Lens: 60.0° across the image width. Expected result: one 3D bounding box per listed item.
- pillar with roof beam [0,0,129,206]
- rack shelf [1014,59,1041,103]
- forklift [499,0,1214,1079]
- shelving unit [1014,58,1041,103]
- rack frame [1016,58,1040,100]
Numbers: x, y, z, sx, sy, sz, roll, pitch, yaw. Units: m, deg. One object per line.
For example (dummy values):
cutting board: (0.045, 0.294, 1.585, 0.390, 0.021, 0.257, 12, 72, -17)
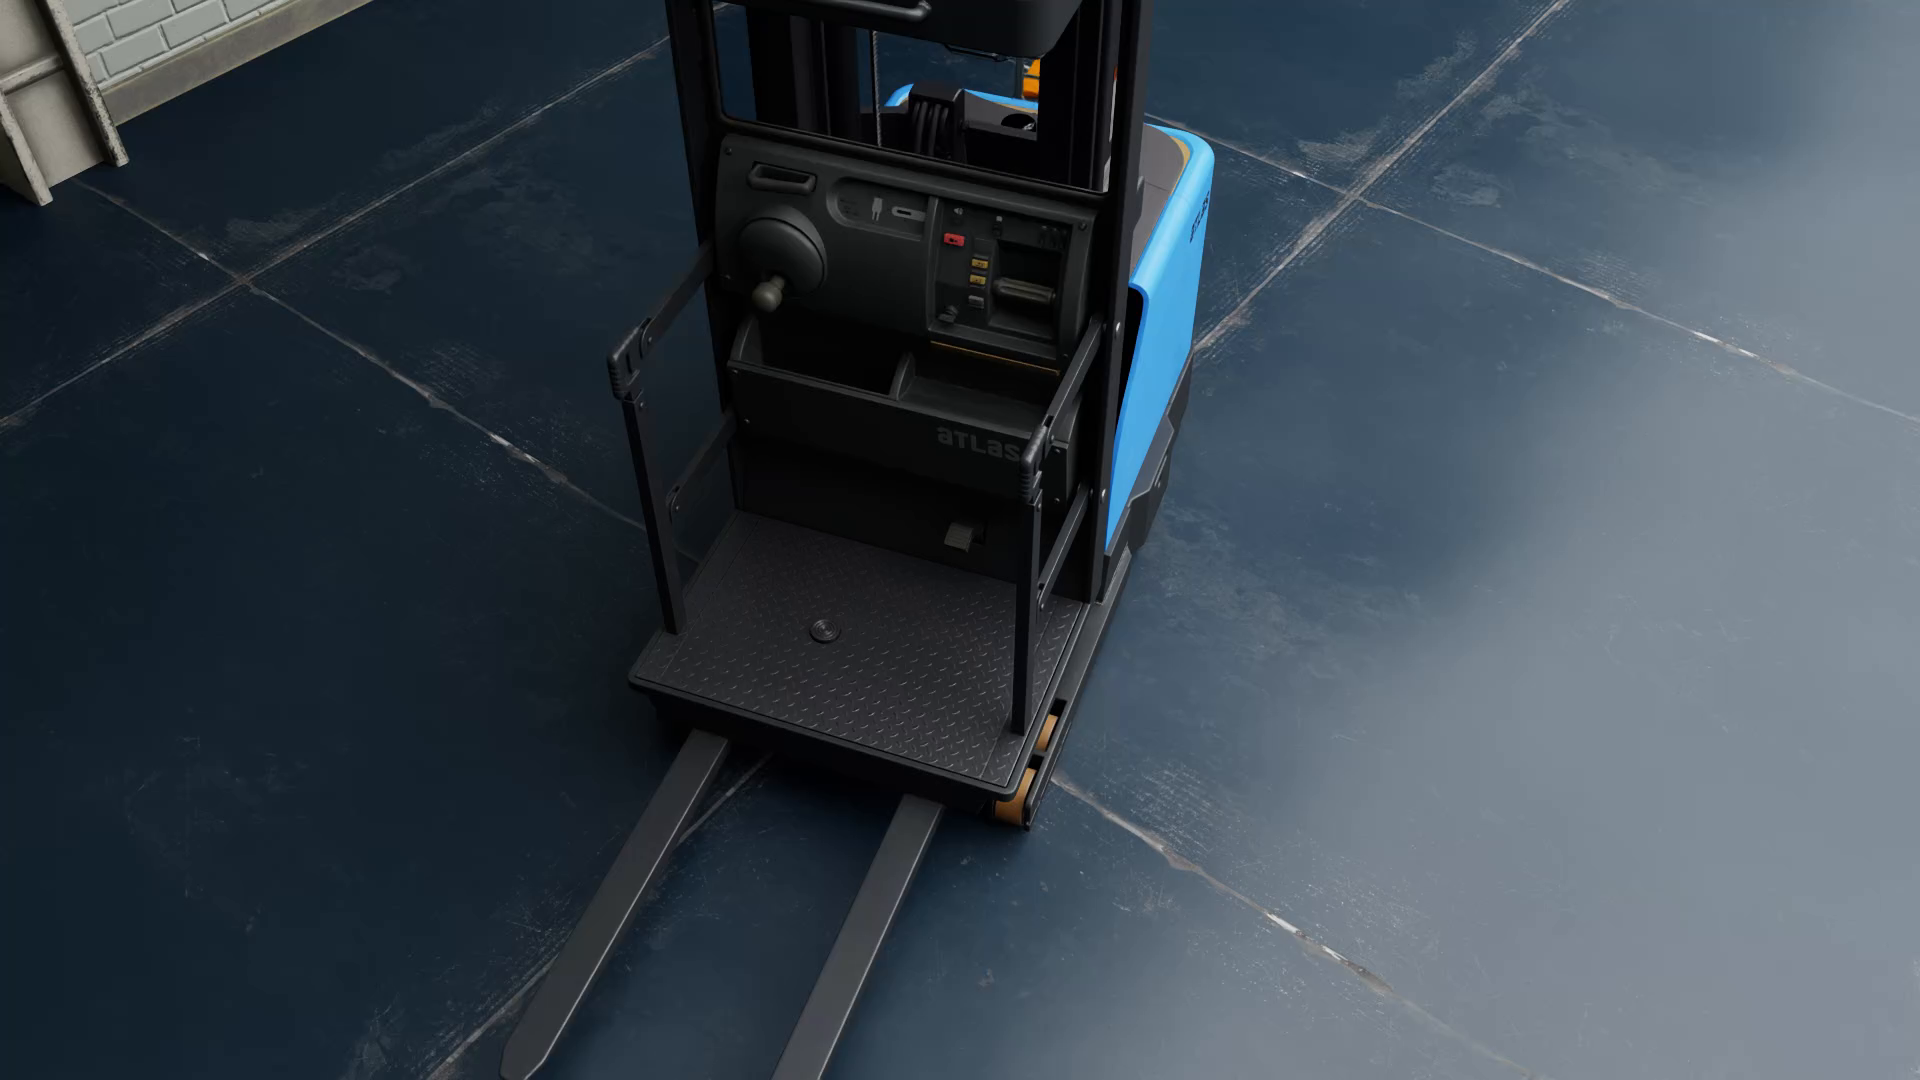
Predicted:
pillar with roof beam: (-0.185, -2.689, 1.595, 9.100, 9.000, 0.400, 29, 53, 25)
rack shelf: (0.367, -1.474, 5.285, 0.258, 0.148, 0.480, 14, 48, 13)
forklift: (-0.217, -0.584, 3.781, 1.130, 2.935, 3.031, 15, 48, 14)
shelving unit: (0.367, -1.203, 5.569, 0.258, 1.200, 0.503, 14, 48, 13)
rack frame: (0.287, -1.036, 5.410, 0.240, 1.200, 0.015, 14, 48, 13)
